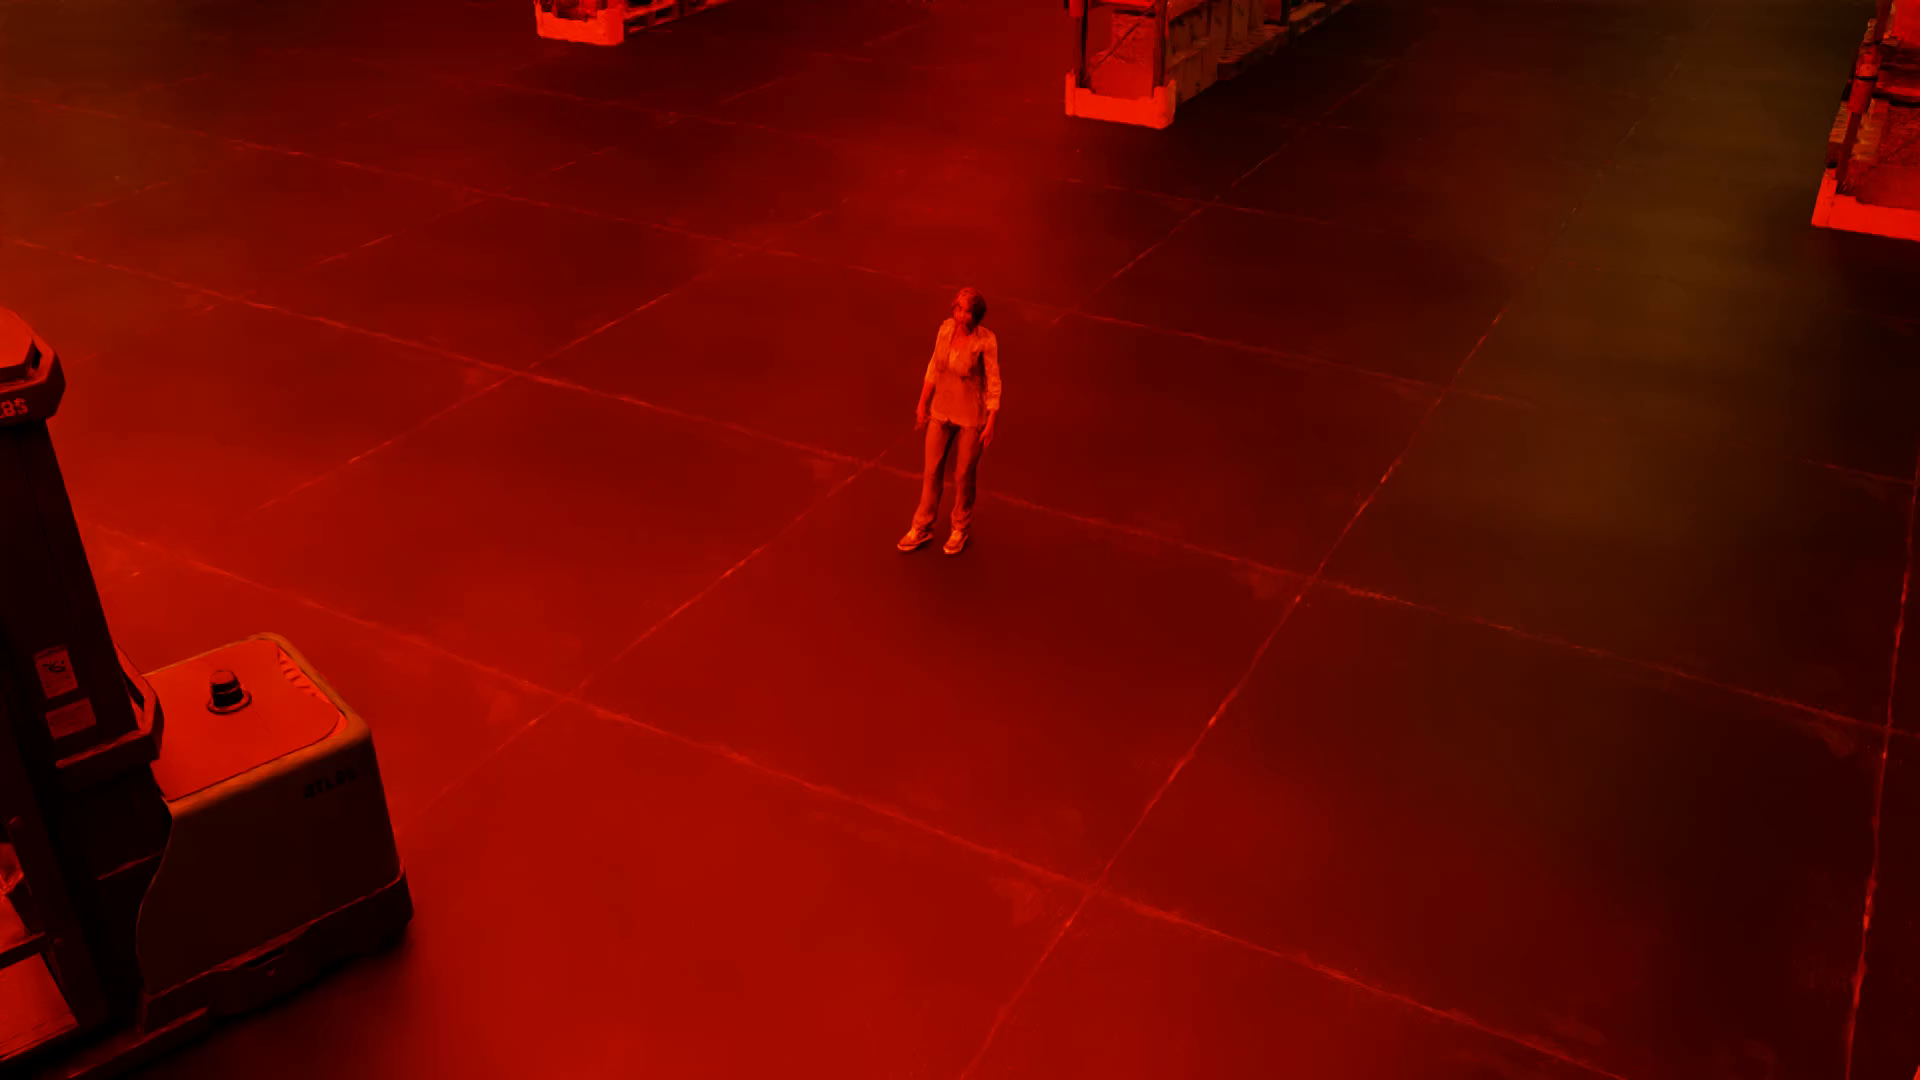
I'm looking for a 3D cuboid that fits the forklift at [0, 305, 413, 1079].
[{"bbox_3d":[-3.773,0.702,5.854,3.031,2.935,1.130,-24,37,-35],"label":"forklift"}]

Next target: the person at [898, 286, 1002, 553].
[{"bbox_3d":[-0.048,-0.669,9.550,0.521,1.597,0.474,15,33,25],"label":"person"}]
